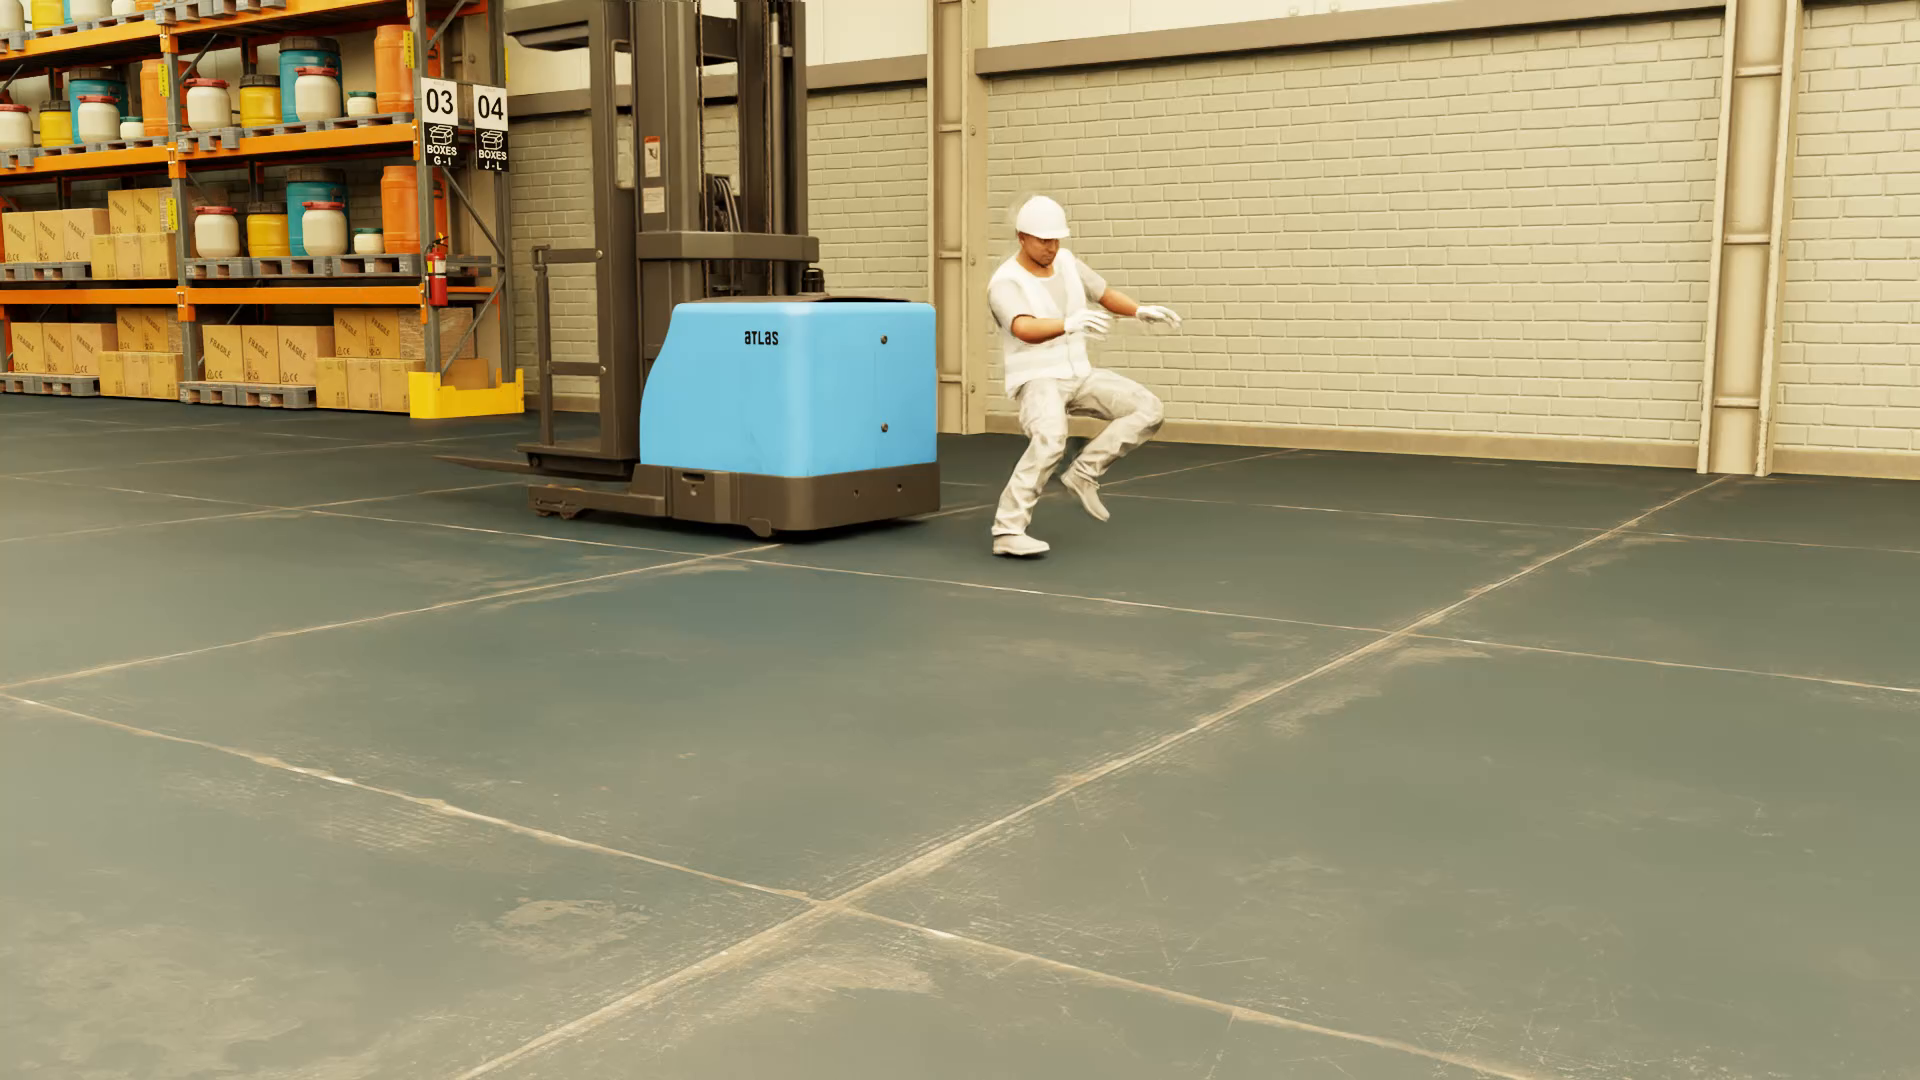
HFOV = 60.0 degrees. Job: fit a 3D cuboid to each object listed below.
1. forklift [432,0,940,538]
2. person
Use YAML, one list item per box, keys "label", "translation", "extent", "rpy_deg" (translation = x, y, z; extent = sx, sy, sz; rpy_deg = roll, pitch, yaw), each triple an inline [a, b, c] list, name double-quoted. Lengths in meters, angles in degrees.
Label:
- label: "forklift"
  translation: [-1.567, -1.604, 8.471]
  extent: [3.031, 2.935, 1.130]
  rpy_deg: [6, 10, 38]
- label: "person"
  translation: [0.523, -0.728, 7.287]
  extent: [0.911, 1.540, 0.832]
  rpy_deg: [-7, 11, -41]
